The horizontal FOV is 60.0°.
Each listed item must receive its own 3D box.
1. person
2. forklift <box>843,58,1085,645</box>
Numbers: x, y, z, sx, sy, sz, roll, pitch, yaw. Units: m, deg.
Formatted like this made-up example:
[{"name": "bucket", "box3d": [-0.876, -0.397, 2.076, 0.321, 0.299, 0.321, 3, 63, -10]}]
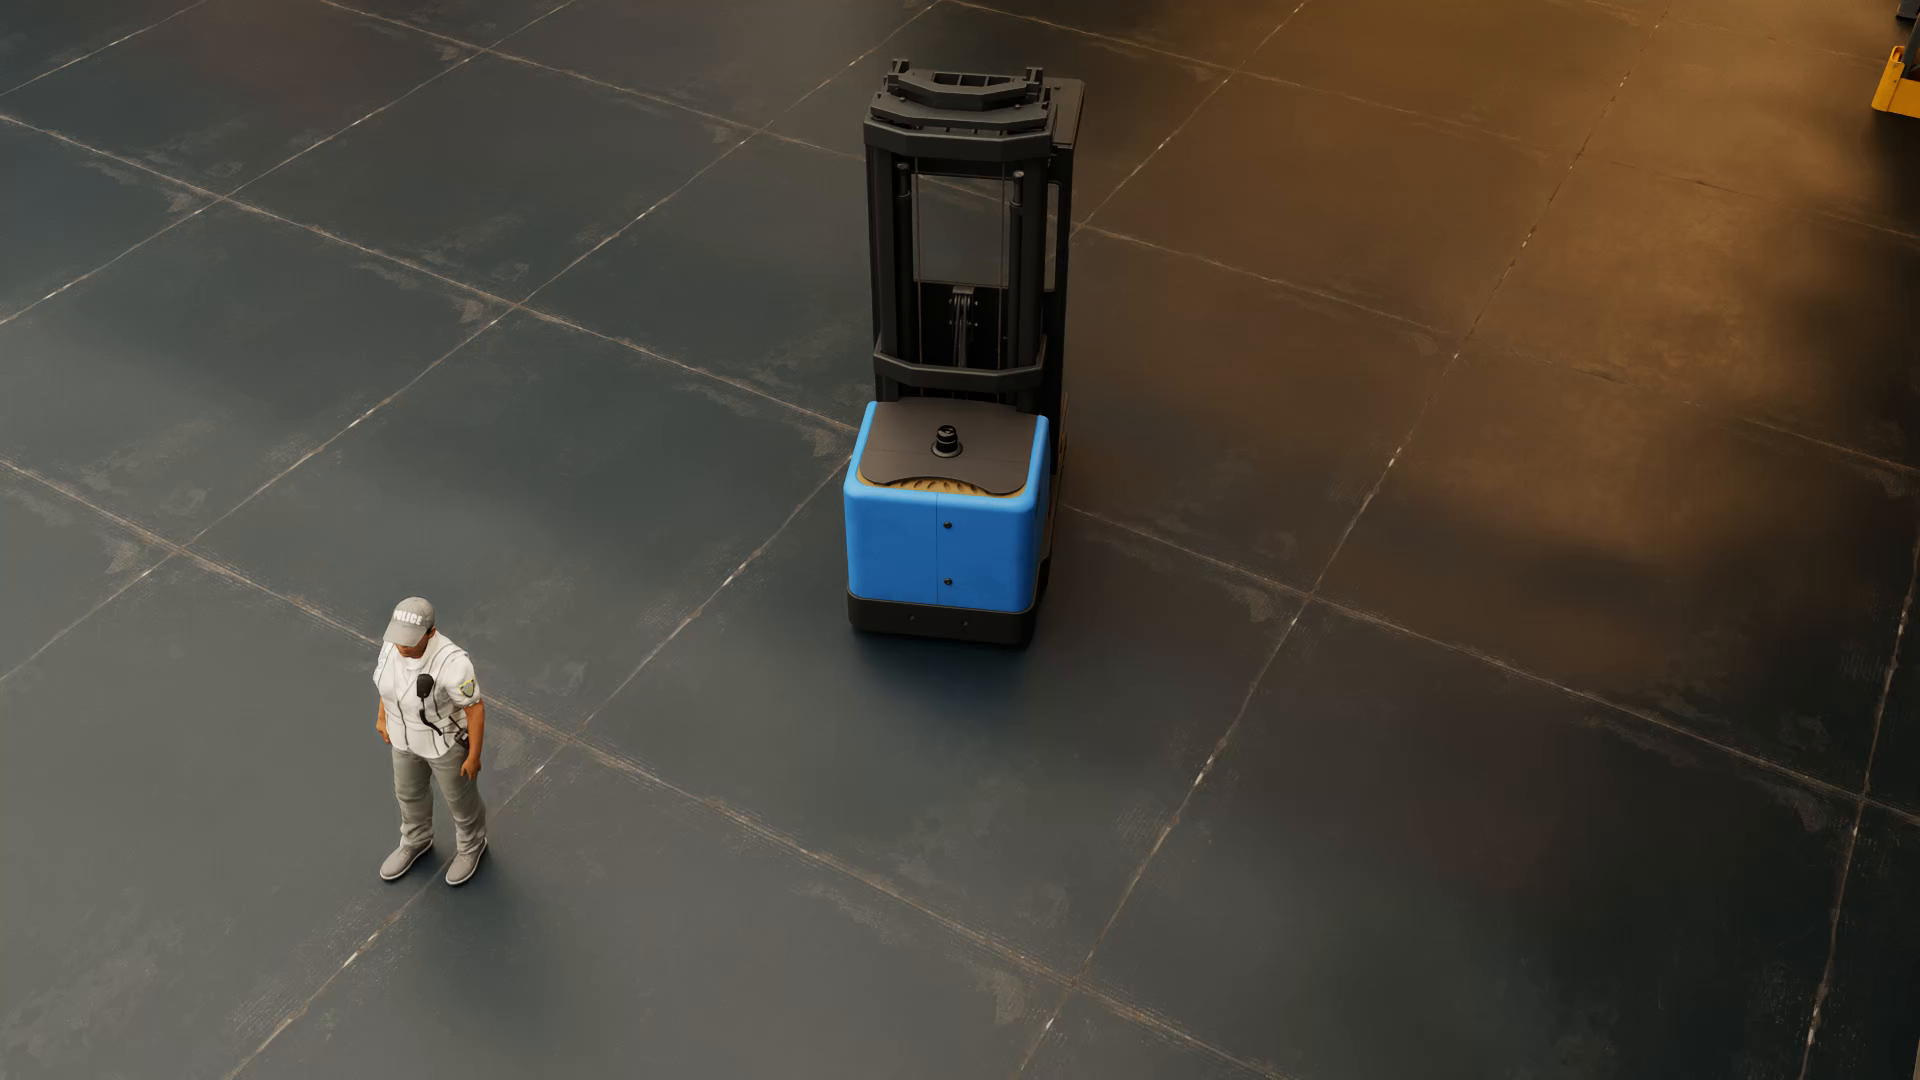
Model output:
[{"name": "person", "box3d": [-2.485, 0.951, 7.679, 0.598, 1.670, 0.529, 17, 45, 18]}, {"name": "forklift", "box3d": [0.084, -1.495, 9.479, 1.130, 2.935, 3.031, 5, 42, 6]}]
